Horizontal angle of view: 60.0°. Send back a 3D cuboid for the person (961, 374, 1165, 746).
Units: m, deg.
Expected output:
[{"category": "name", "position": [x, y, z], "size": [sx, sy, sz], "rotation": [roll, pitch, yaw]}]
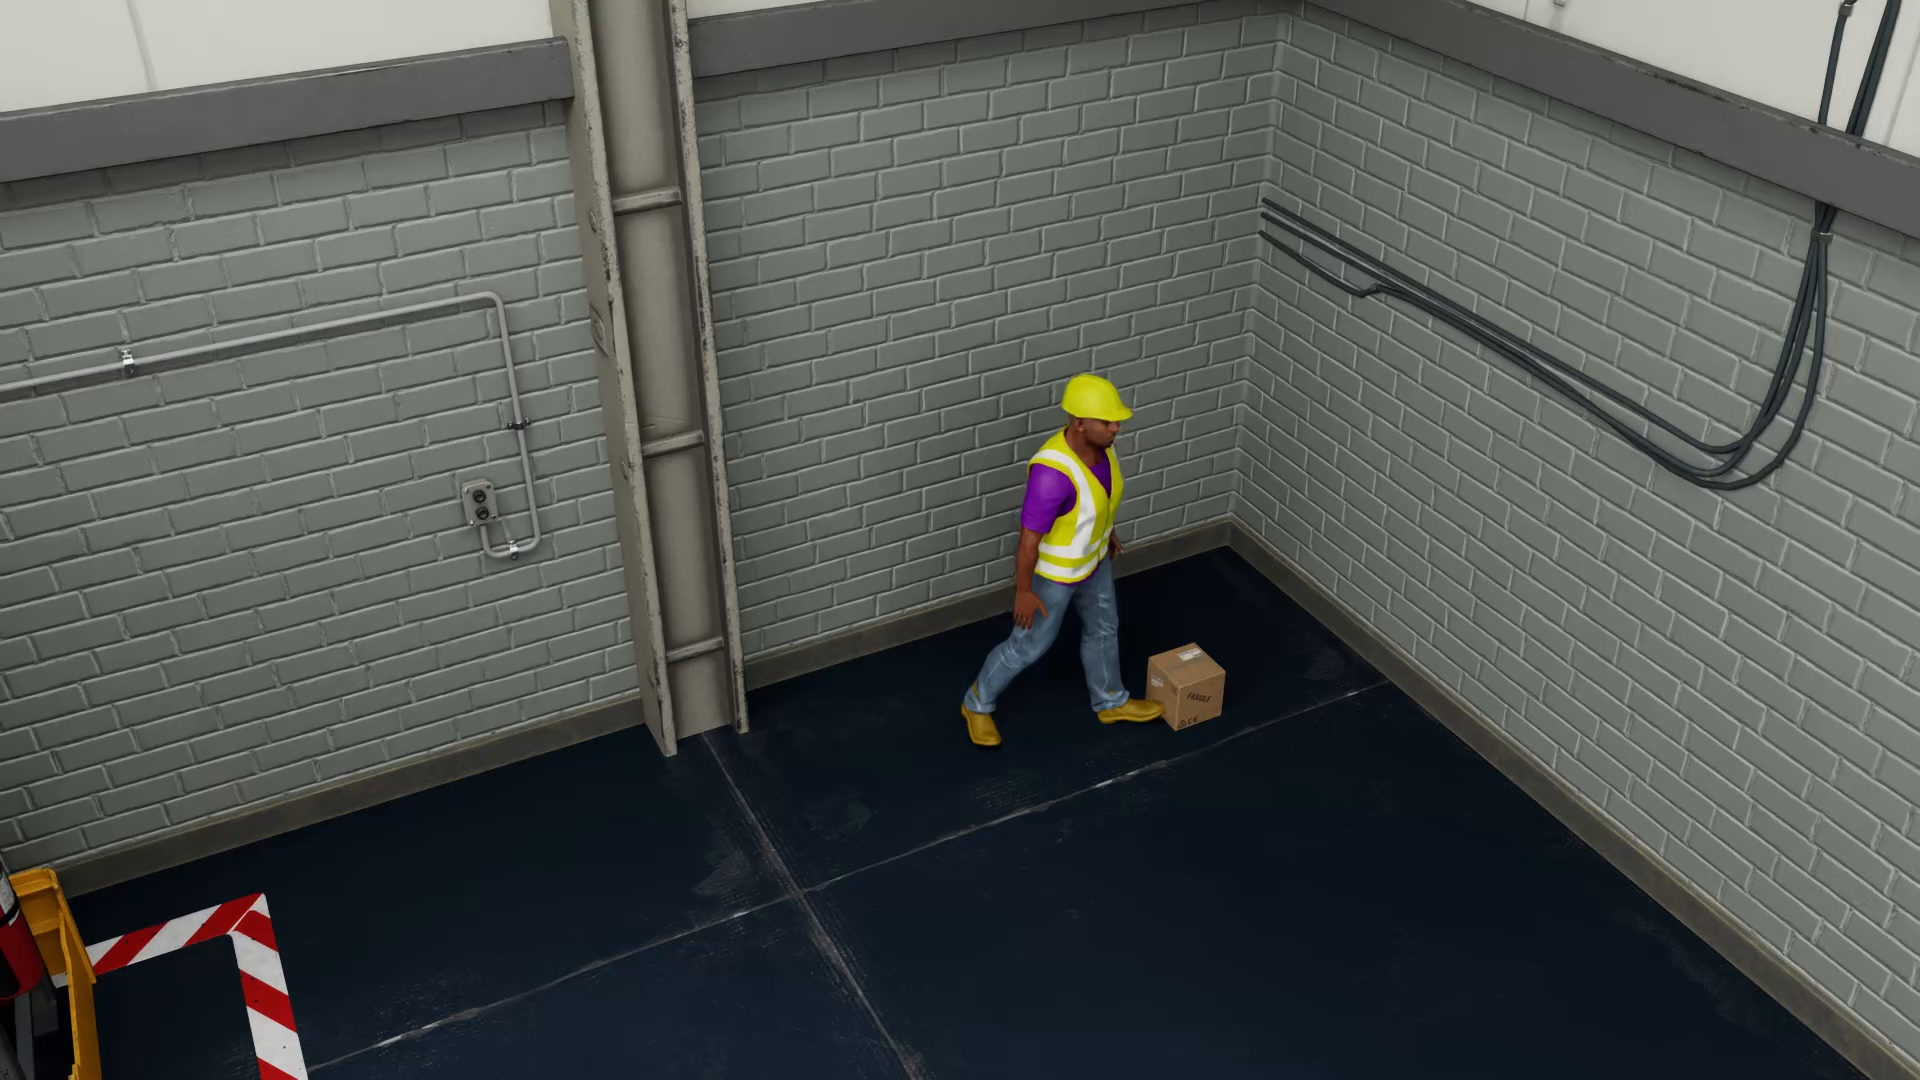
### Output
[{"category": "person", "position": [0.459, 0.084, 7.005], "size": [0.812, 1.752, 0.738], "rotation": [16, 36, 23]}]
